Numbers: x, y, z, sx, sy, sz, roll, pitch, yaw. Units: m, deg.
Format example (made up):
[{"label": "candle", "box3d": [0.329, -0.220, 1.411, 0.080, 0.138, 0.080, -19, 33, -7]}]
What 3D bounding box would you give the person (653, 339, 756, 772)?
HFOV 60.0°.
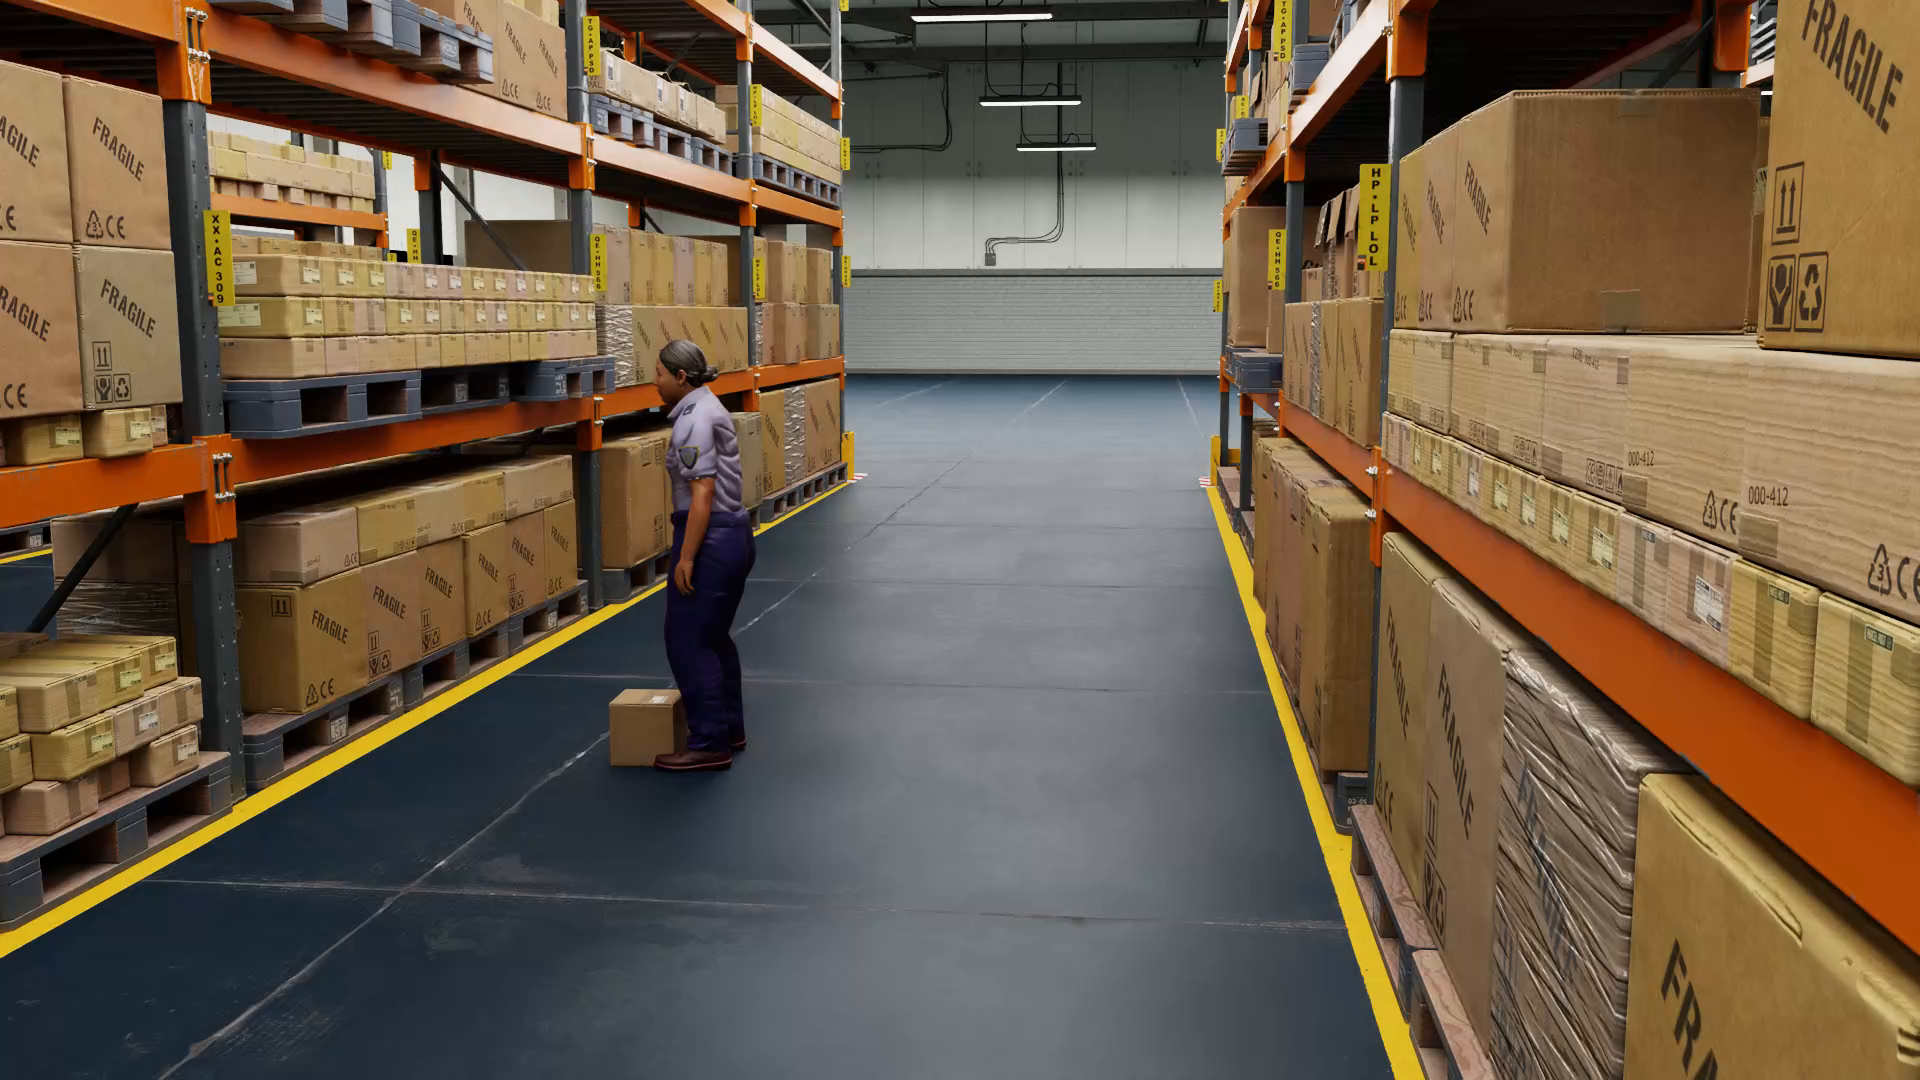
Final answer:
[{"label": "person", "box3d": [-0.994, 0.049, 6.464, 0.374, 1.651, 0.564, 0, 8, 3]}]
